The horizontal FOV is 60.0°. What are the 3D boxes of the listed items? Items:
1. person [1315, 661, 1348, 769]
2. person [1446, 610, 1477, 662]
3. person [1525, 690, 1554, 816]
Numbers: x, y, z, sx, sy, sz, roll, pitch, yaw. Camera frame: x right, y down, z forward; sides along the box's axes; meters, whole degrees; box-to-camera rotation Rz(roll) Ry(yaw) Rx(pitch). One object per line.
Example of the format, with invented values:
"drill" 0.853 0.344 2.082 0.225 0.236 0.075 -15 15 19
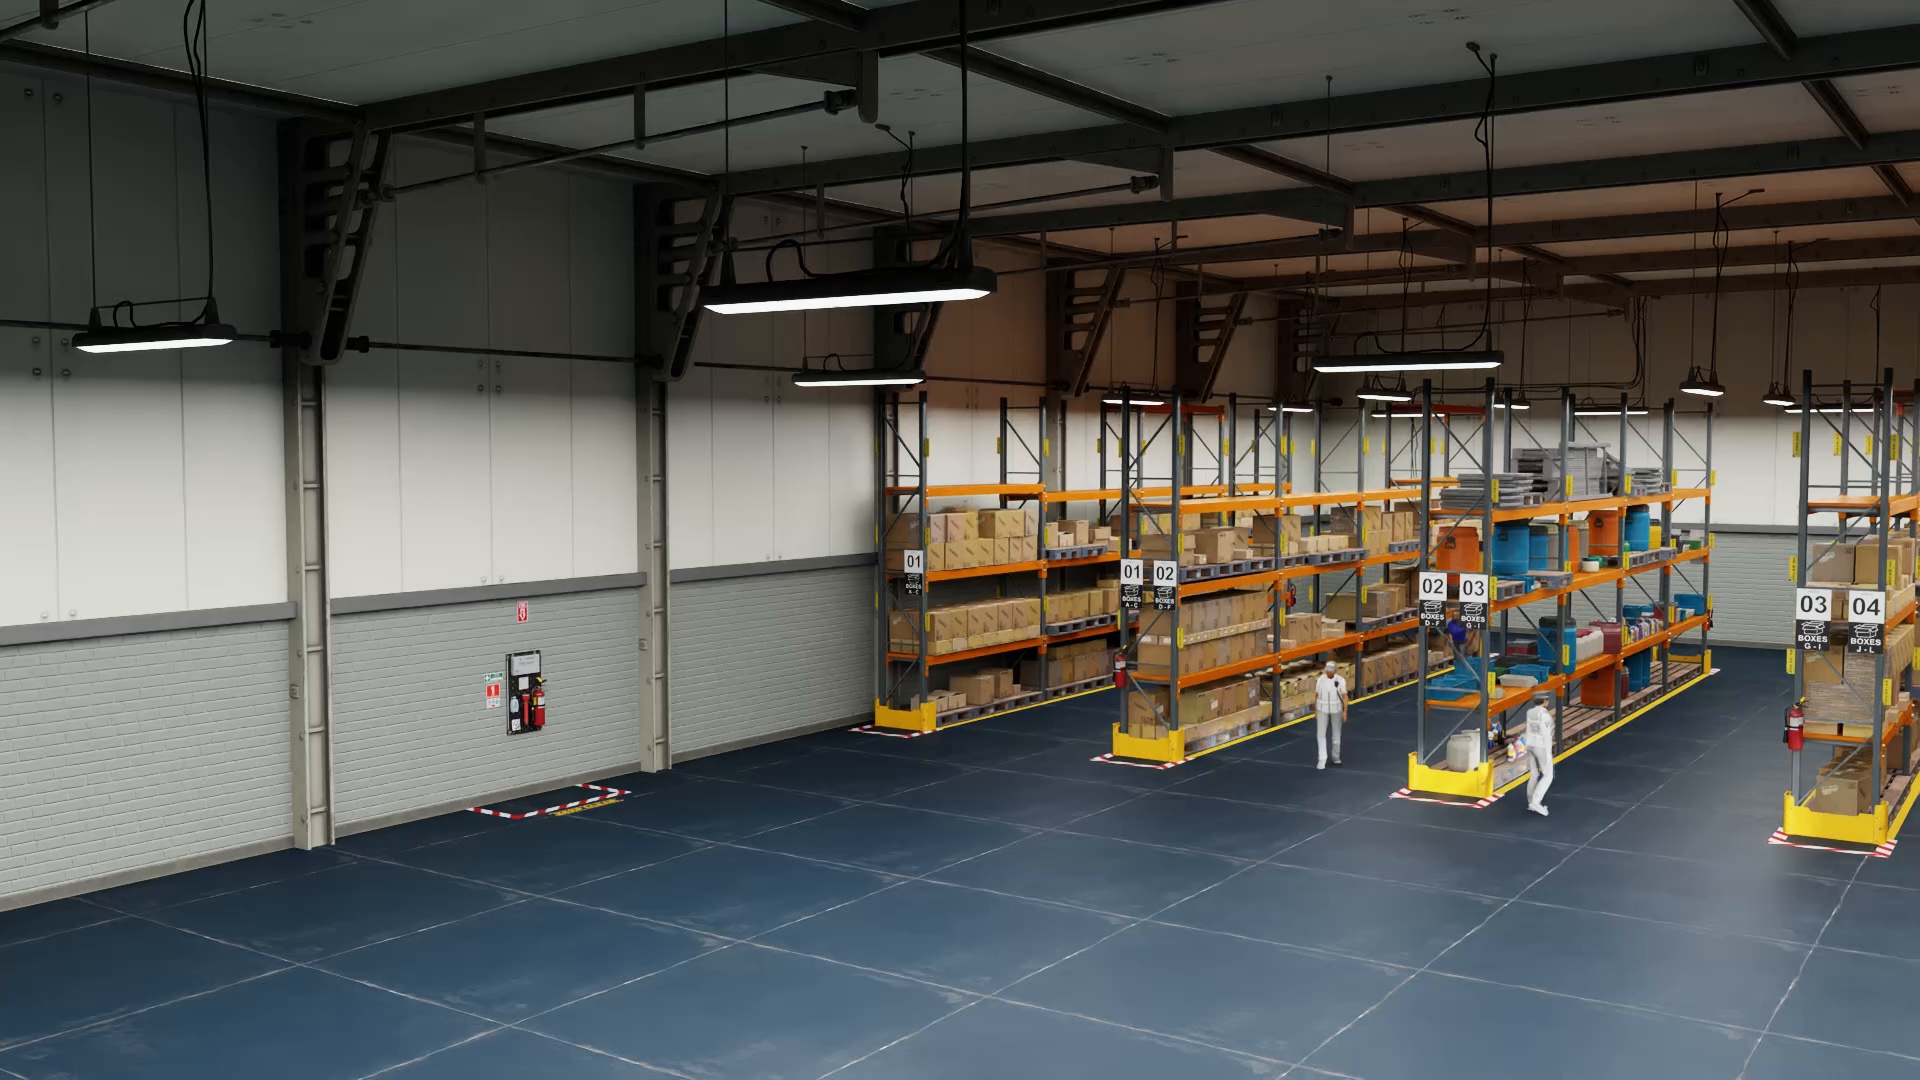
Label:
"person" 5.841 2.726 26.176 0.529 1.674 0.678 1 3 18
"person" 10.675 2.258 35.387 0.617 1.568 0.734 3 4 43
"person" 7.945 2.917 22.865 0.410 1.704 0.541 -1 3 -15
